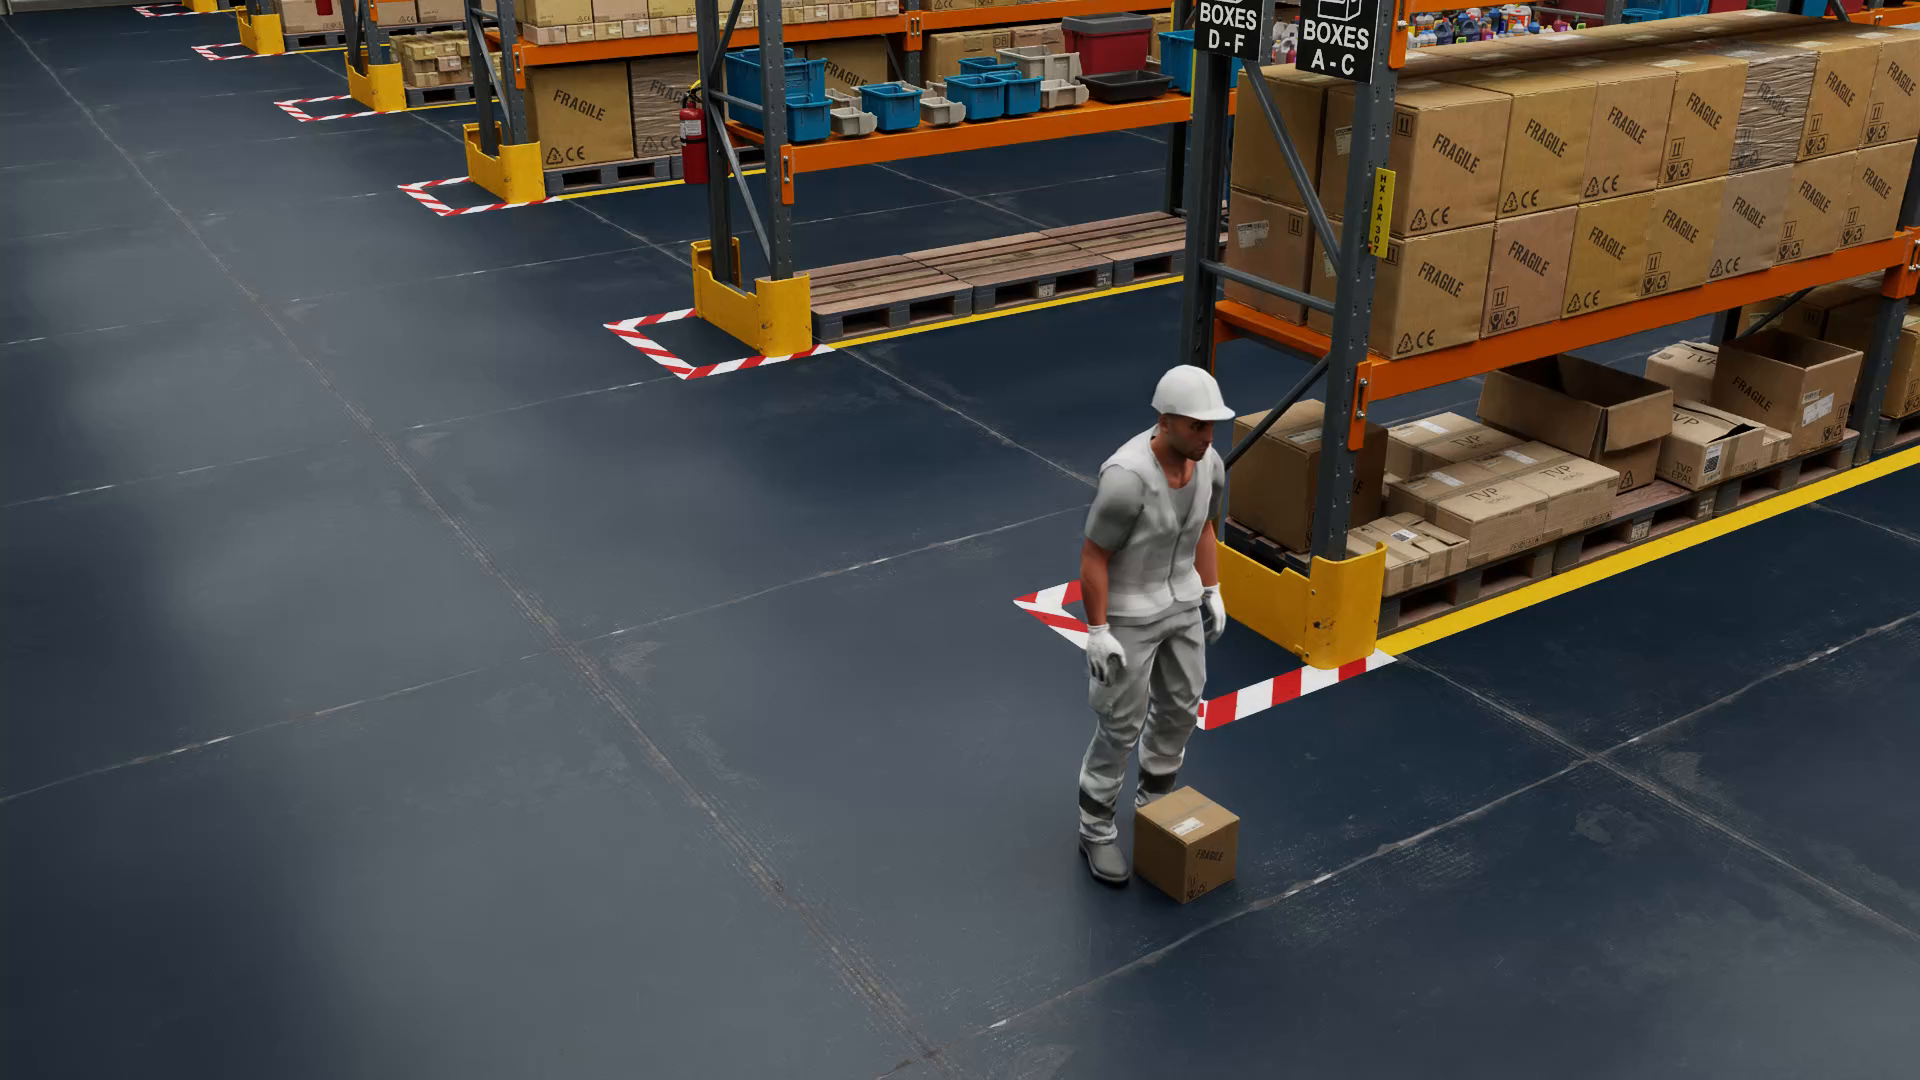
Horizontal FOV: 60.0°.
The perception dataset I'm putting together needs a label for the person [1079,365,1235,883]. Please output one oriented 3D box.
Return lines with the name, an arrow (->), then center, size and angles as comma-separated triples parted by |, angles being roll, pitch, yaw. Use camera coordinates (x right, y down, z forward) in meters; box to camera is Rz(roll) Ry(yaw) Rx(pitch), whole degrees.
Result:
person -> 0.652, 0.261, 5.527 | 0.614, 1.778, 0.453 | -17, 30, -33
